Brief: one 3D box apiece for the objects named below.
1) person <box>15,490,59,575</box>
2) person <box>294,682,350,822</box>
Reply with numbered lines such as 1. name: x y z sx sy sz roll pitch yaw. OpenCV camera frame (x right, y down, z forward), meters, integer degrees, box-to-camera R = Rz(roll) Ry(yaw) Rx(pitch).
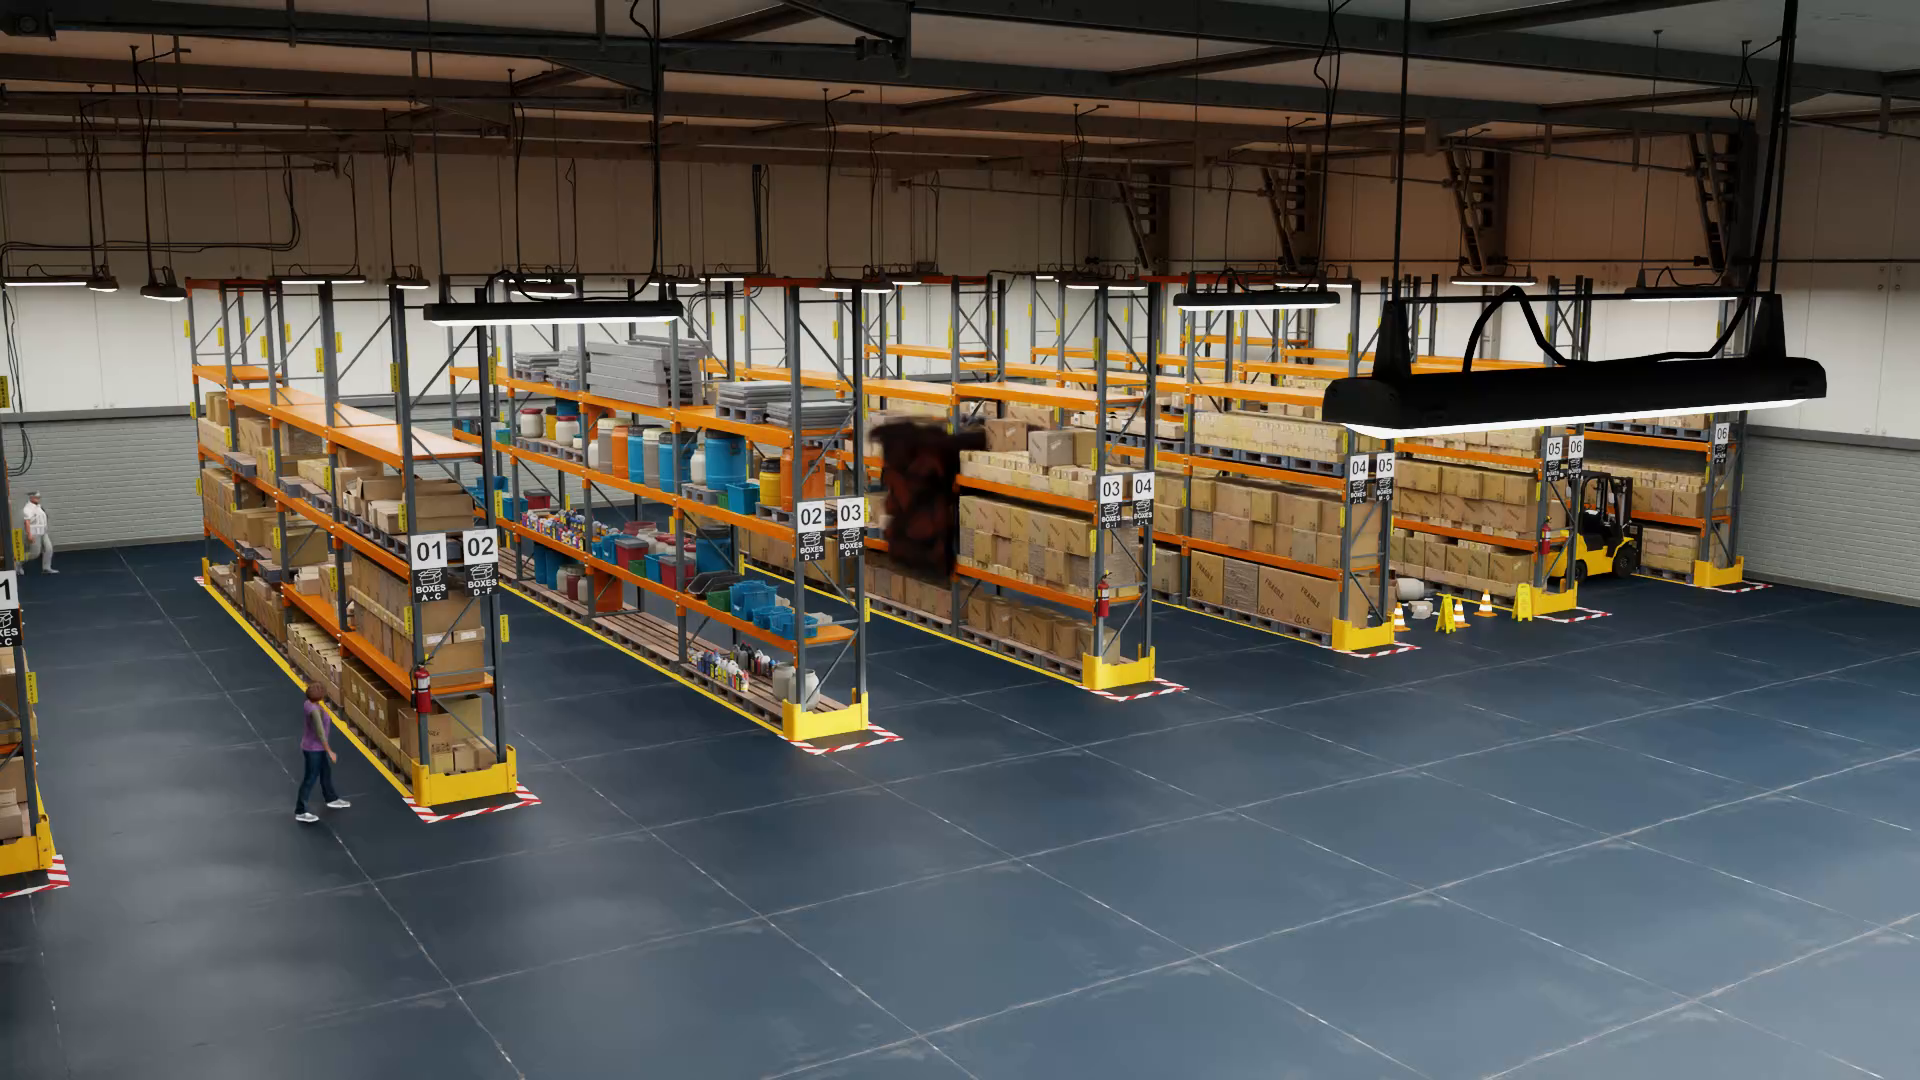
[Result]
1. person: -18.773 -0.156 33.701 0.791 1.727 0.612 0 10 -2
2. person: -7.346 2.389 19.038 0.582 1.595 0.592 -3 10 -18
